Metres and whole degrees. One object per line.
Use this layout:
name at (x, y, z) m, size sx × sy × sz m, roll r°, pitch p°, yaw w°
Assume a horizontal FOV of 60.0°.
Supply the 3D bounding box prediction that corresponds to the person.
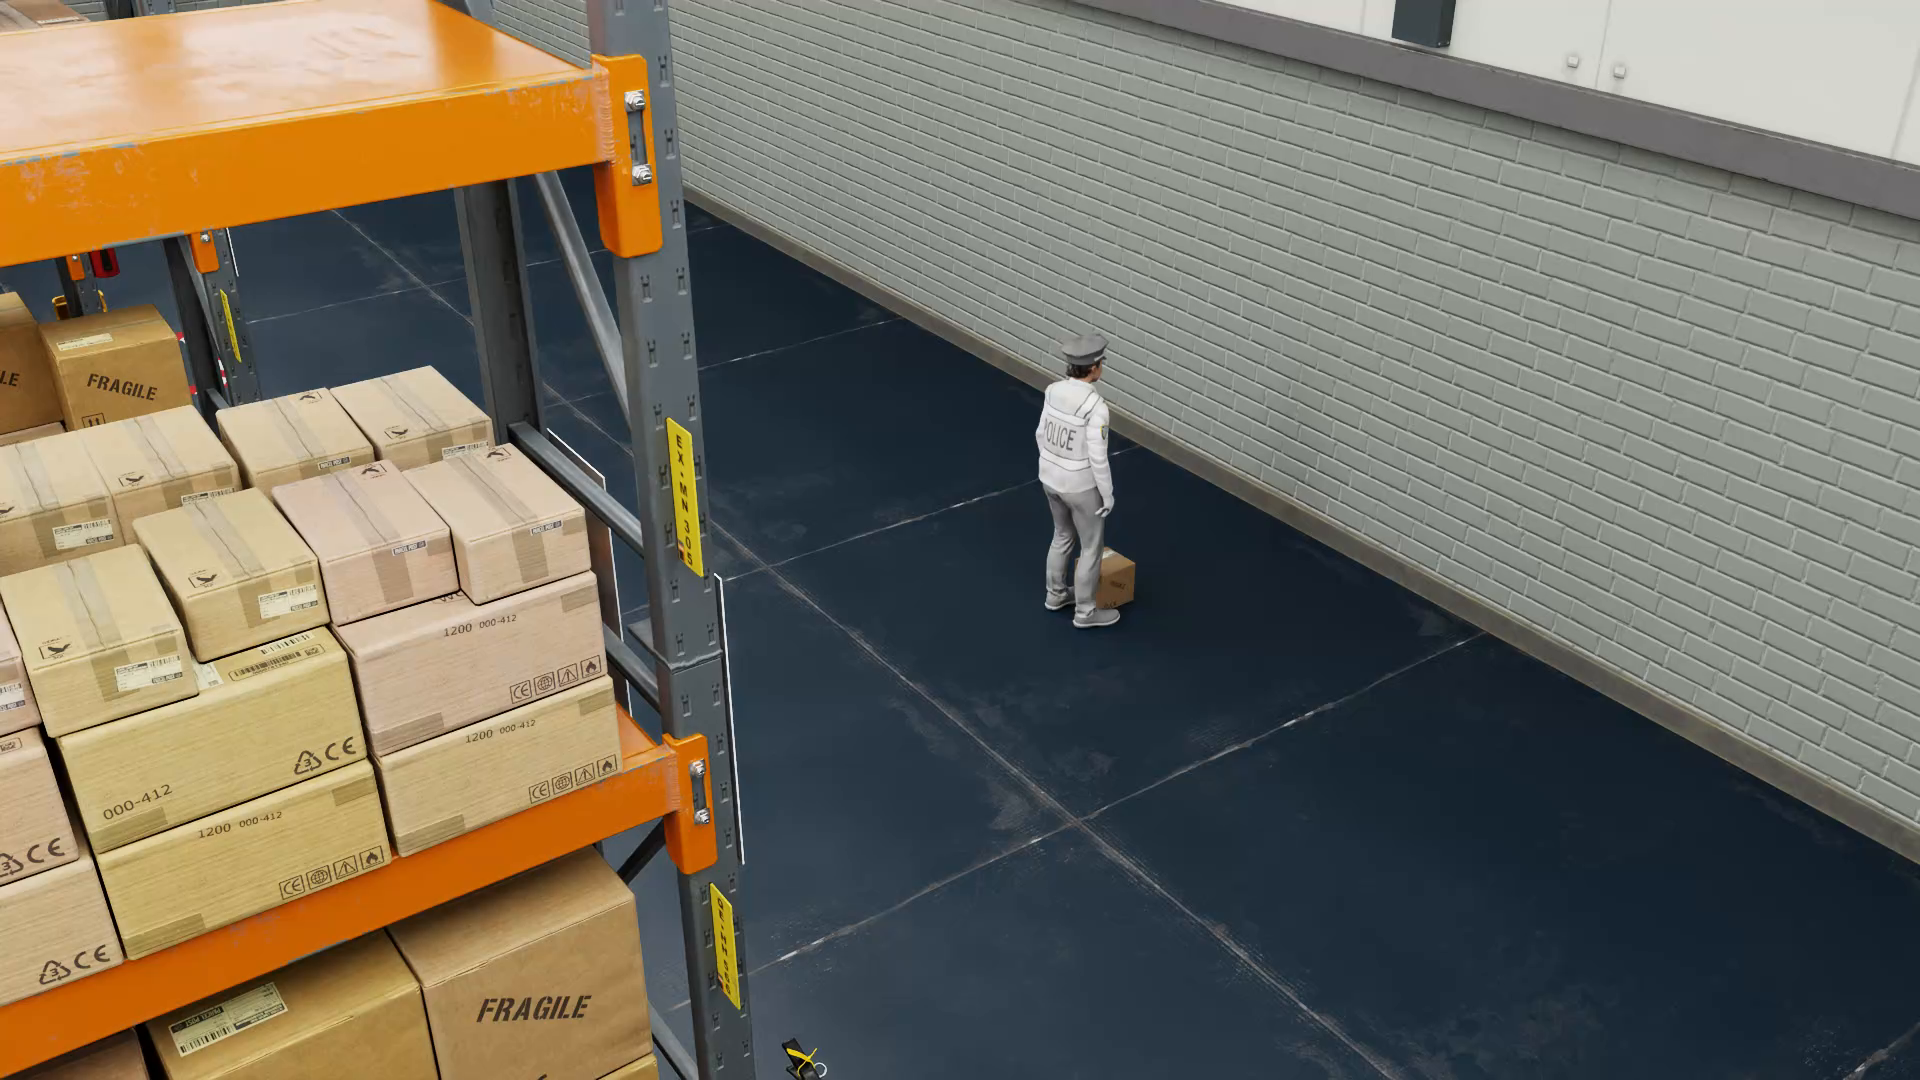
person at (0.646, -0.318, 9.246) m, size 0.374 × 1.662 × 0.540 m, roll -21°, pitch 35°, yaw -33°
